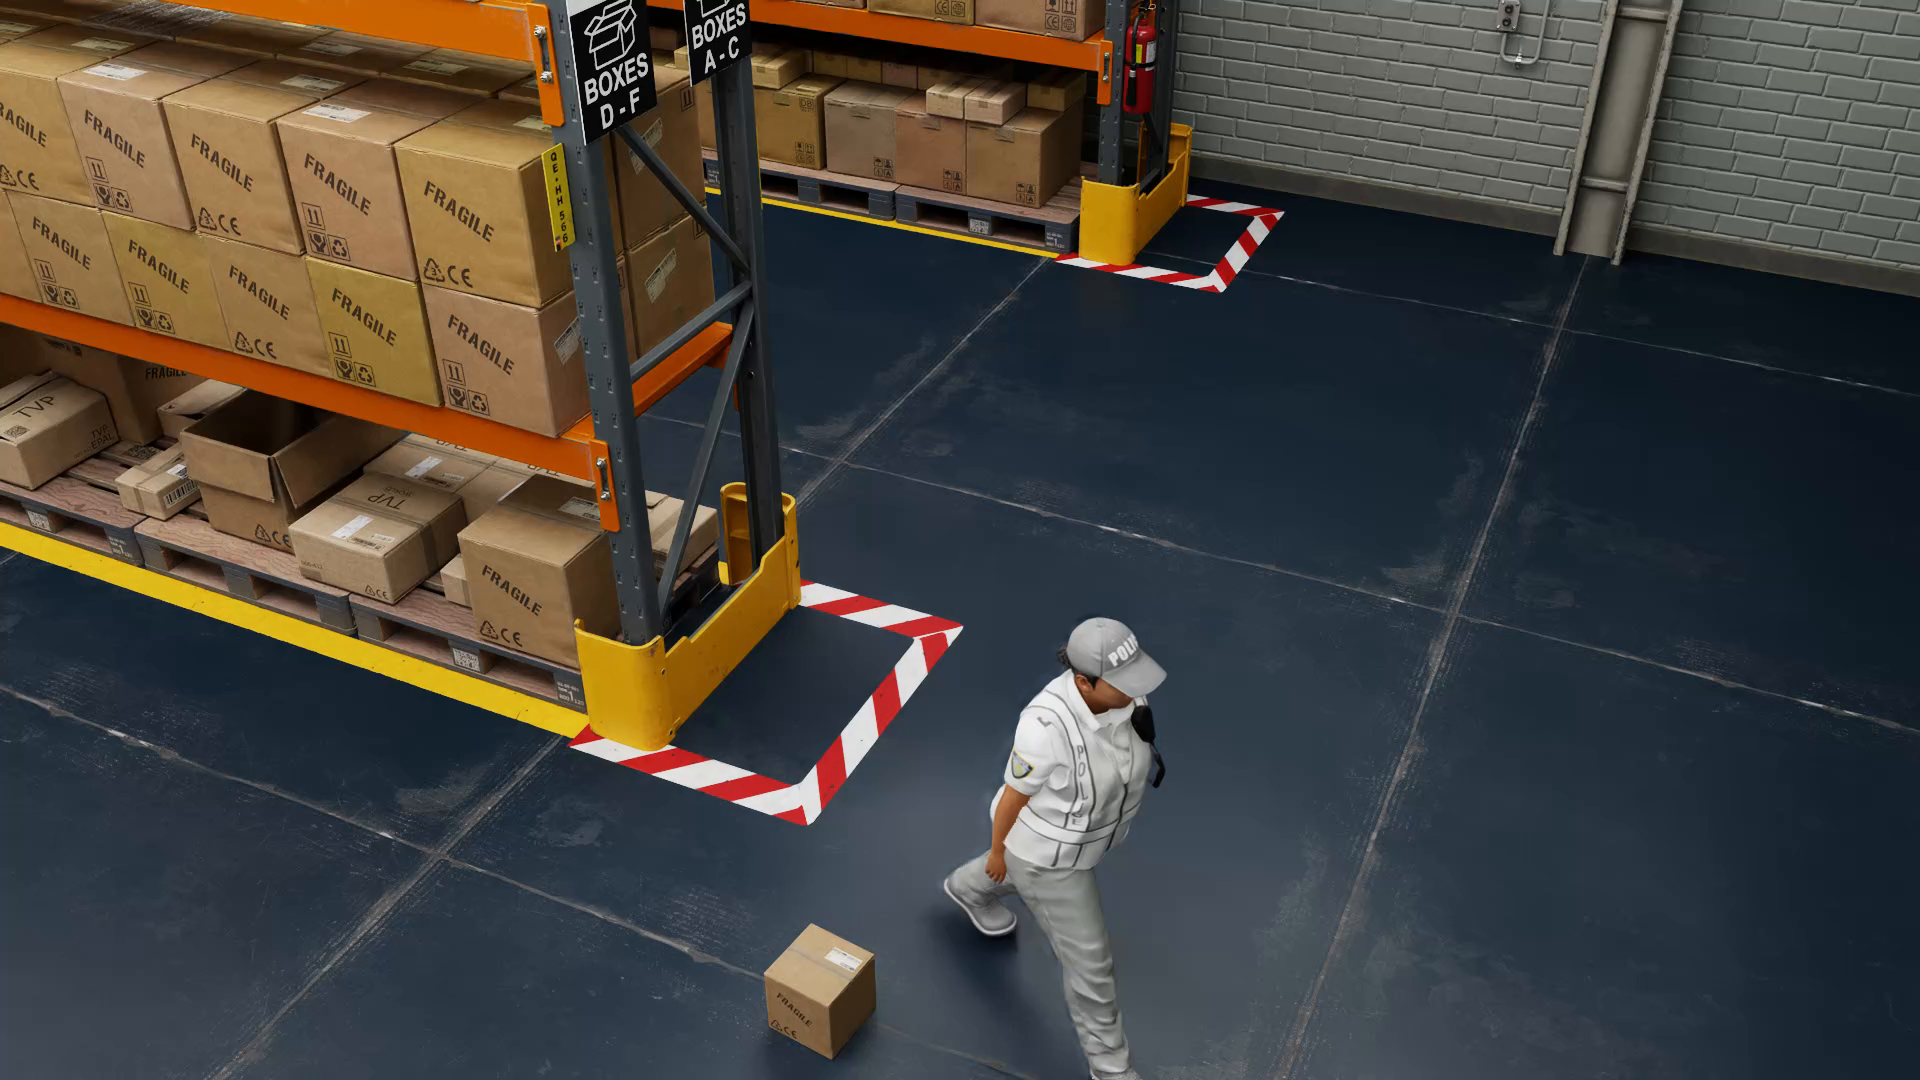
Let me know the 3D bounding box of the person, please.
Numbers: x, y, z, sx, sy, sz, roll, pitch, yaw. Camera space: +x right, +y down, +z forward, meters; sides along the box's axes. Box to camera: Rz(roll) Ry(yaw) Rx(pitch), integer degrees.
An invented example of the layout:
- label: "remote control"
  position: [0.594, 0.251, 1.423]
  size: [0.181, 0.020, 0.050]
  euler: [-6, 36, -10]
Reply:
- label: "person"
  position: [0.308, 0.829, 4.944]
  size: [1.075, 1.599, 0.486]
  euler: [26, 42, 33]
